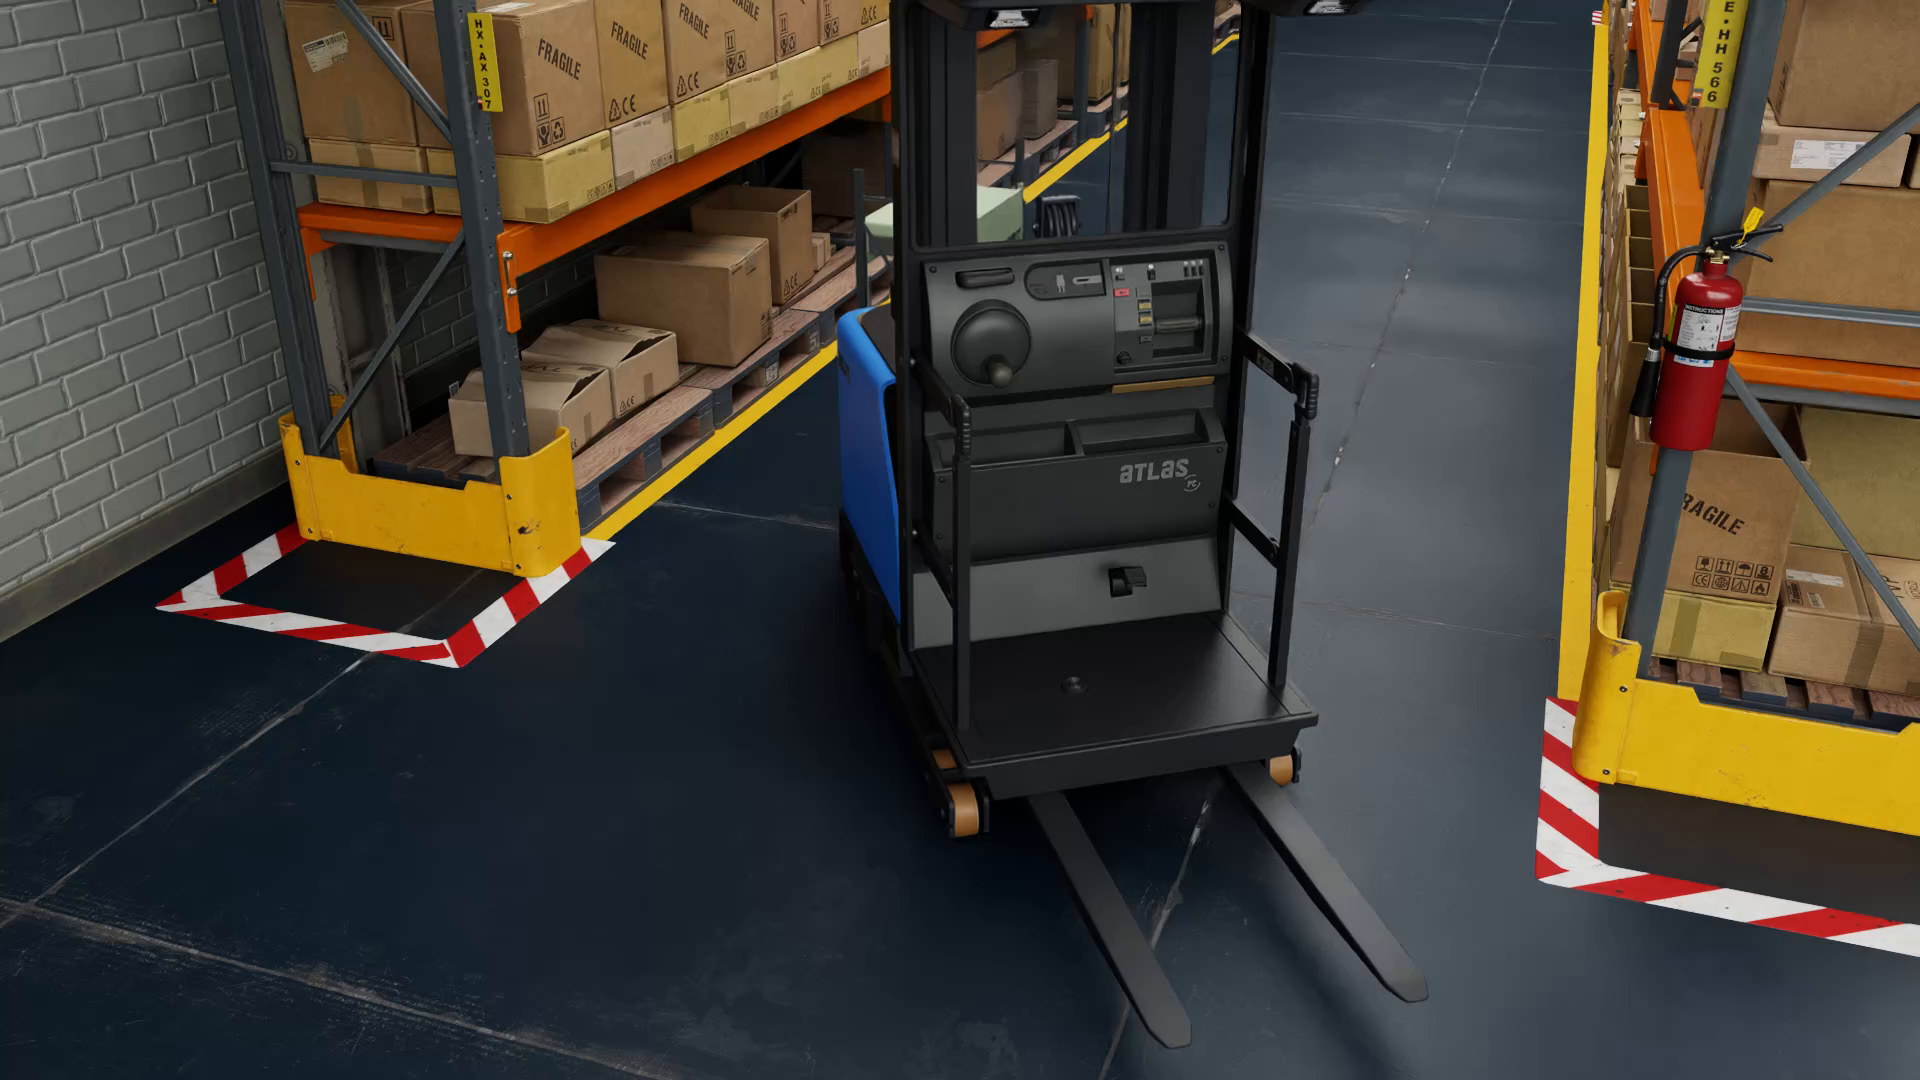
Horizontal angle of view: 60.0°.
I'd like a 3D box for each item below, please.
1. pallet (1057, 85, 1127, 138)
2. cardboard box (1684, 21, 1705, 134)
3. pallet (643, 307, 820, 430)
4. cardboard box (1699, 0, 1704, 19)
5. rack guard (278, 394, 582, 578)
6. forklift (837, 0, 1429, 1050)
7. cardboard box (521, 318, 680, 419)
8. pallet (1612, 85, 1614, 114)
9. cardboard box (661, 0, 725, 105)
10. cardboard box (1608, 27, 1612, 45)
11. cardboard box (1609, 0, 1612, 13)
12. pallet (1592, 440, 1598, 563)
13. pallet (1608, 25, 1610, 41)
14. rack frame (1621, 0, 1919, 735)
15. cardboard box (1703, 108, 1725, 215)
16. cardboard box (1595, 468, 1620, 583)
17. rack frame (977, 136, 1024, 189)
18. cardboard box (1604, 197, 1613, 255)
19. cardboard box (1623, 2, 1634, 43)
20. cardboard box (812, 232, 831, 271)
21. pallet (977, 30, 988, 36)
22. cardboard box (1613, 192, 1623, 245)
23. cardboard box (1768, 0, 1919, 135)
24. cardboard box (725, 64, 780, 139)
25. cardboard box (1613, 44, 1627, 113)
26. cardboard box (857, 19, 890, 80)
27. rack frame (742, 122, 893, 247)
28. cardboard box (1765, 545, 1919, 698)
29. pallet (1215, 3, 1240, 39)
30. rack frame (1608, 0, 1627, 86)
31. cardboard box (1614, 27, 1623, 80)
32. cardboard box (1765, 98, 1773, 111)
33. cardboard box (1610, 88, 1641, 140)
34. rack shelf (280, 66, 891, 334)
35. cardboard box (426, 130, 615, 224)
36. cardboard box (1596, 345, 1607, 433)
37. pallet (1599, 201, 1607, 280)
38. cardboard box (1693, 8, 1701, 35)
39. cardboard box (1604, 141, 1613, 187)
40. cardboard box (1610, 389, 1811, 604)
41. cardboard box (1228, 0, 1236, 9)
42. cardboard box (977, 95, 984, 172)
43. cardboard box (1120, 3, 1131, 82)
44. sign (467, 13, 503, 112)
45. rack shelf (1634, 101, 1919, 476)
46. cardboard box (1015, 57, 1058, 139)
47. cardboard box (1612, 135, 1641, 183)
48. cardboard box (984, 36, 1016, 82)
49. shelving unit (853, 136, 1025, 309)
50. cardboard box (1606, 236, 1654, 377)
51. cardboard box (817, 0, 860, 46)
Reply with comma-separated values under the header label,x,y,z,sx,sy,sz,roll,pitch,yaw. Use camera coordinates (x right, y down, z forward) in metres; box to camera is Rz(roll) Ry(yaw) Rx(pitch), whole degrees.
label,x,y,z,sx,sy,sz,roll,pitch,yaw
pallet,0.858,-3.666,14.079,1.003,0.211,1.213,9,27,17
cardboard box,3.724,-2.109,7.548,0.700,0.500,0.500,8,27,16
pallet,-1.401,-0.925,8.417,1.003,0.211,1.213,9,27,17
cardboard box,3.511,-2.398,7.403,0.380,0.149,0.250,9,27,18
rack guard,-2.112,-0.226,6.643,1.175,0.500,0.348,9,27,17
forklift,0.412,-0.624,4.676,1.130,2.935,3.031,-7,27,-13
cardboard box,-1.633,-0.813,7.568,0.500,0.311,0.500,11,28,22
pallet,6.293,-3.940,14.645,1.003,0.211,1.213,9,27,17
cardboard box,-1.344,-2.165,7.067,0.500,0.500,0.500,8,27,16
cardboard box,6.518,-4.888,16.169,0.380,0.149,0.250,9,27,17
cardboard box,7.244,-5.751,17.836,0.500,0.250,0.500,9,27,17
pallet,3.158,-0.168,6.855,1.003,0.211,1.213,9,27,17
pallet,7.570,-5.564,18.000,1.003,0.211,1.213,9,27,17
rack frame,2.535,-0.603,4.554,1.000,3.000,0.127,9,27,17
cardboard box,3.215,-1.475,6.239,0.700,0.500,0.500,10,27,19
cardboard box,2.590,-0.025,6.033,0.500,0.250,0.500,9,27,17
rack frame,0.066,-0.956,7.004,0.400,1.500,0.023,10,28,19
cardboard box,4.070,-1.829,9.758,0.500,0.250,0.500,9,27,19
cardboard box,5.638,-4.164,13.412,0.500,0.250,0.500,8,27,16
cardboard box,-0.956,-1.662,9.488,0.380,0.166,0.250,5,26,11
pallet,-0.415,-3.170,10.076,1.003,0.211,1.213,9,27,17
cardboard box,3.730,-1.659,8.764,0.500,0.311,0.500,9,27,17
cardboard box,2.720,-1.444,4.687,0.700,0.500,0.500,9,27,18
cardboard box,-1.171,-2.047,7.686,0.500,0.250,0.500,9,27,18
cardboard box,5.459,-3.595,13.096,0.500,0.500,0.500,8,27,16
cardboard box,-0.678,-2.667,8.965,0.500,0.250,0.500,9,27,18
rack frame,-0.807,-2.964,9.429,1.000,3.000,0.127,9,27,17
cardboard box,2.923,0.257,5.450,0.500,0.250,0.500,9,27,17
pallet,2.587,-5.800,18.488,1.003,0.211,1.213,9,27,17
rack frame,6.528,-5.535,14.739,1.000,3.000,0.127,9,27,17
cardboard box,5.970,-4.223,14.394,0.500,0.500,0.500,9,27,18
cardboard box,2.568,-1.233,4.995,0.380,0.149,0.250,9,27,19
cardboard box,4.746,-2.922,11.373,0.500,0.311,0.500,10,27,19
rack shelf,-1.472,-1.818,7.889,1.077,0.370,4.000,9,27,17
cardboard box,-1.676,-1.416,6.382,0.500,0.250,0.500,8,27,16
cardboard box,3.083,-0.642,7.308,0.500,0.250,0.500,9,27,17
pallet,4.479,-1.803,10.232,1.003,0.211,1.213,9,27,17
cardboard box,4.479,-3.028,9.446,0.500,0.500,0.500,9,27,18
cardboard box,4.579,-2.463,11.068,0.500,0.250,0.500,8,27,16
cardboard box,2.433,-0.156,5.442,0.500,0.500,0.500,9,27,17
cardboard box,2.715,-6.245,18.592,0.700,0.500,0.500,8,27,16
cardboard box,-0.245,-2.765,11.382,0.700,0.500,0.500,9,27,18
cardboard box,1.190,-4.471,14.528,0.750,0.750,0.750,9,27,17
sign,-1.626,-1.631,5.683,0.100,0.325,0.005,9,27,17
rack shelf,3.200,-1.101,6.408,1.077,0.370,4.000,9,27,17
cardboard box,0.334,-3.377,12.646,0.700,0.500,0.500,9,27,18
cardboard box,4.237,-2.284,10.056,0.500,0.311,0.500,8,27,17
cardboard box,0.085,-3.489,12.018,0.500,0.250,0.500,9,27,18
shelving unit,-0.068,-0.808,6.698,0.431,1.500,0.755,10,28,19
cardboard box,3.084,-0.980,7.144,0.500,0.500,0.500,9,27,17
cardboard box,-0.833,-2.798,8.375,0.500,0.500,0.500,9,27,17
